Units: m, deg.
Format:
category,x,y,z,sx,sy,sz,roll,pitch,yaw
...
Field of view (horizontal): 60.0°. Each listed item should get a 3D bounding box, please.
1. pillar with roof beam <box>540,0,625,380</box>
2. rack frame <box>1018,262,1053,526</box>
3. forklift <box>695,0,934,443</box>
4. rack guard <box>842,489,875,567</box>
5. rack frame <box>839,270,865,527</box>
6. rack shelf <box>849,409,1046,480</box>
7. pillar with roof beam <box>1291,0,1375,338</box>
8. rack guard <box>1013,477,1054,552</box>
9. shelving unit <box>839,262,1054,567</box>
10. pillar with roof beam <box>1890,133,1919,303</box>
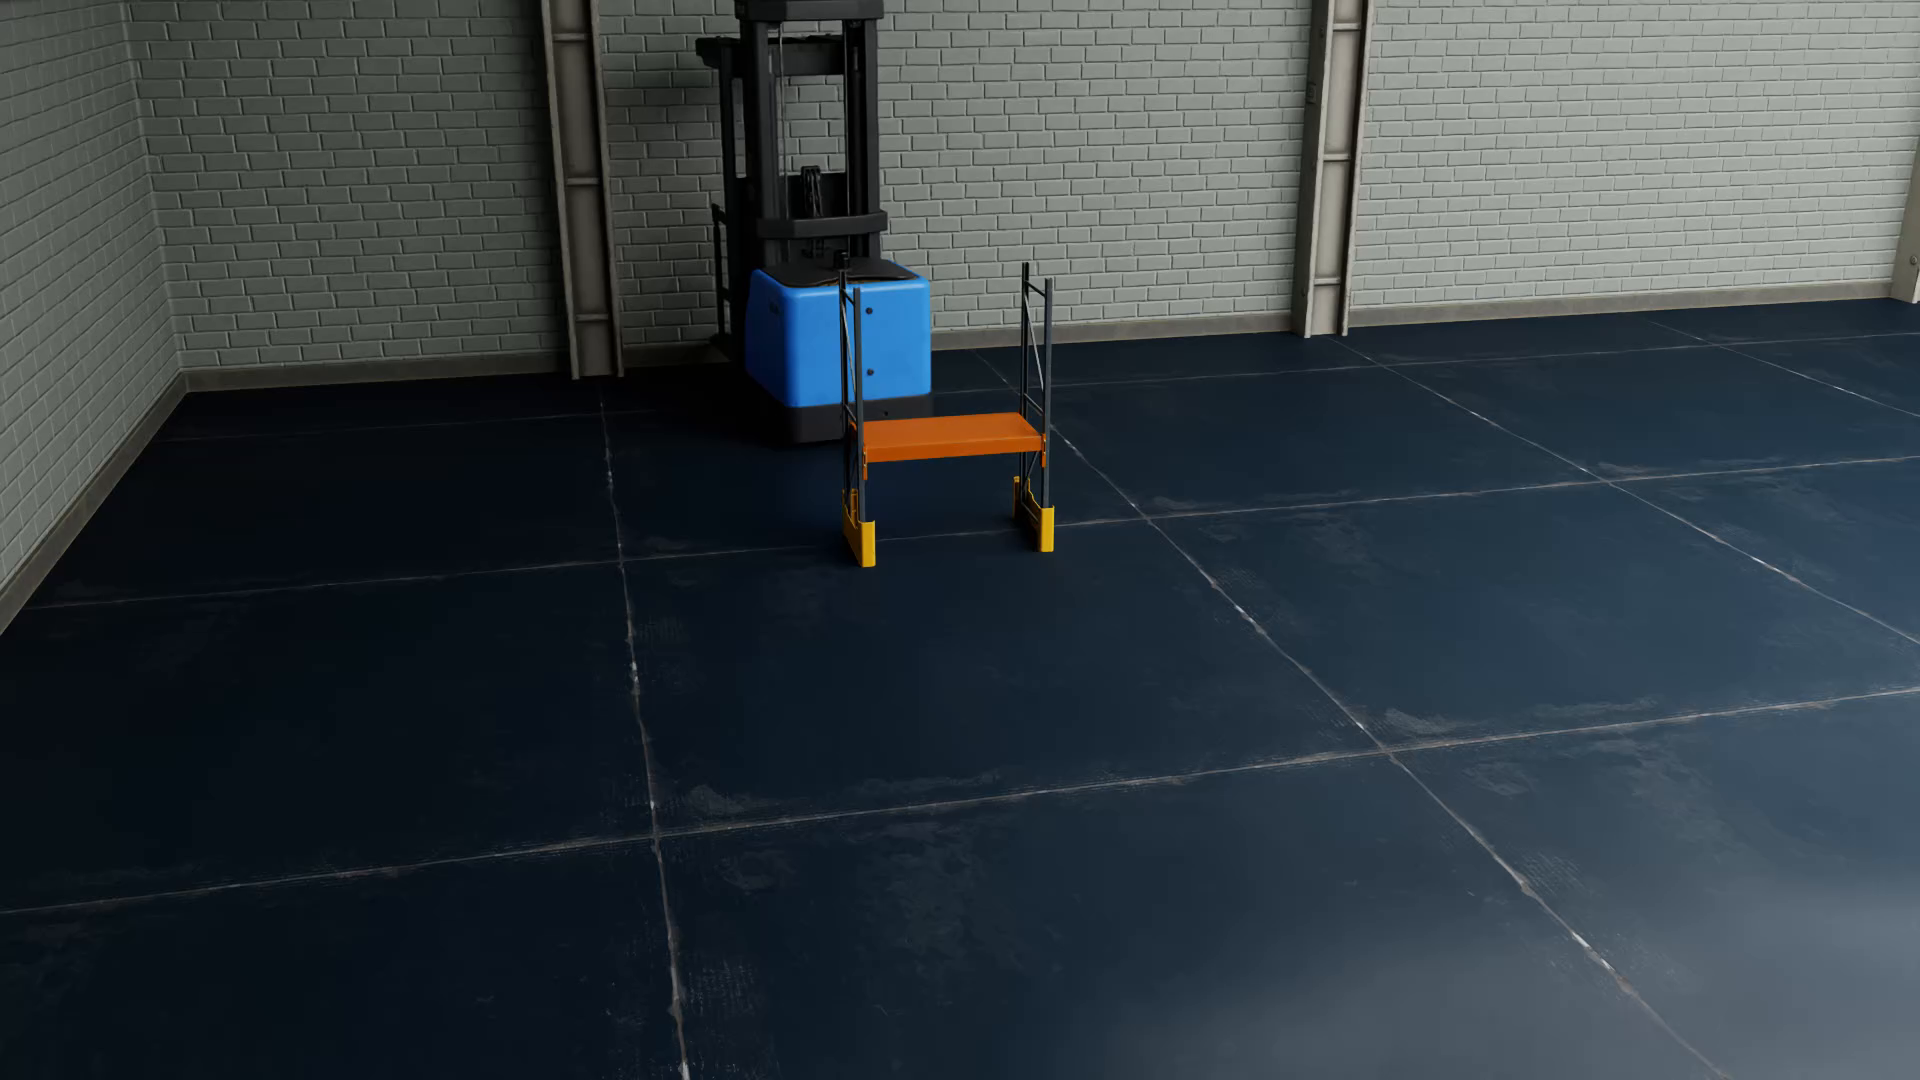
category,x,y,z,sx,sy,sz,roll,pitch,yaw
pillar with roof beam,-1.805,-4.072,7.347,0.400,9.000,9.100,-5,21,-12
rack frame,0.412,-0.738,9.148,0.032,1.500,0.500,-5,21,-12
forklift,-1.193,-2.476,11.814,1.130,2.935,3.031,-8,22,-20
rack guard,-0.559,-0.072,9.148,0.087,0.250,0.587,-5,21,-12
rack frame,-0.578,-0.657,8.928,0.032,1.500,0.500,-5,21,-12
rack shelf,-0.083,-0.529,9.100,1.000,0.185,0.538,-5,21,-12
pillar with roof beam,4.034,-4.547,8.643,0.400,9.000,9.100,-5,21,-12
rack guard,0.410,-0.151,9.363,0.087,0.250,0.587,-5,21,-12
shelving unit,-0.074,-0.698,9.040,1.083,1.500,0.587,-5,21,-12
pillar with roof beam,9.873,-5.021,9.940,0.400,9.000,9.100,-5,21,-12
